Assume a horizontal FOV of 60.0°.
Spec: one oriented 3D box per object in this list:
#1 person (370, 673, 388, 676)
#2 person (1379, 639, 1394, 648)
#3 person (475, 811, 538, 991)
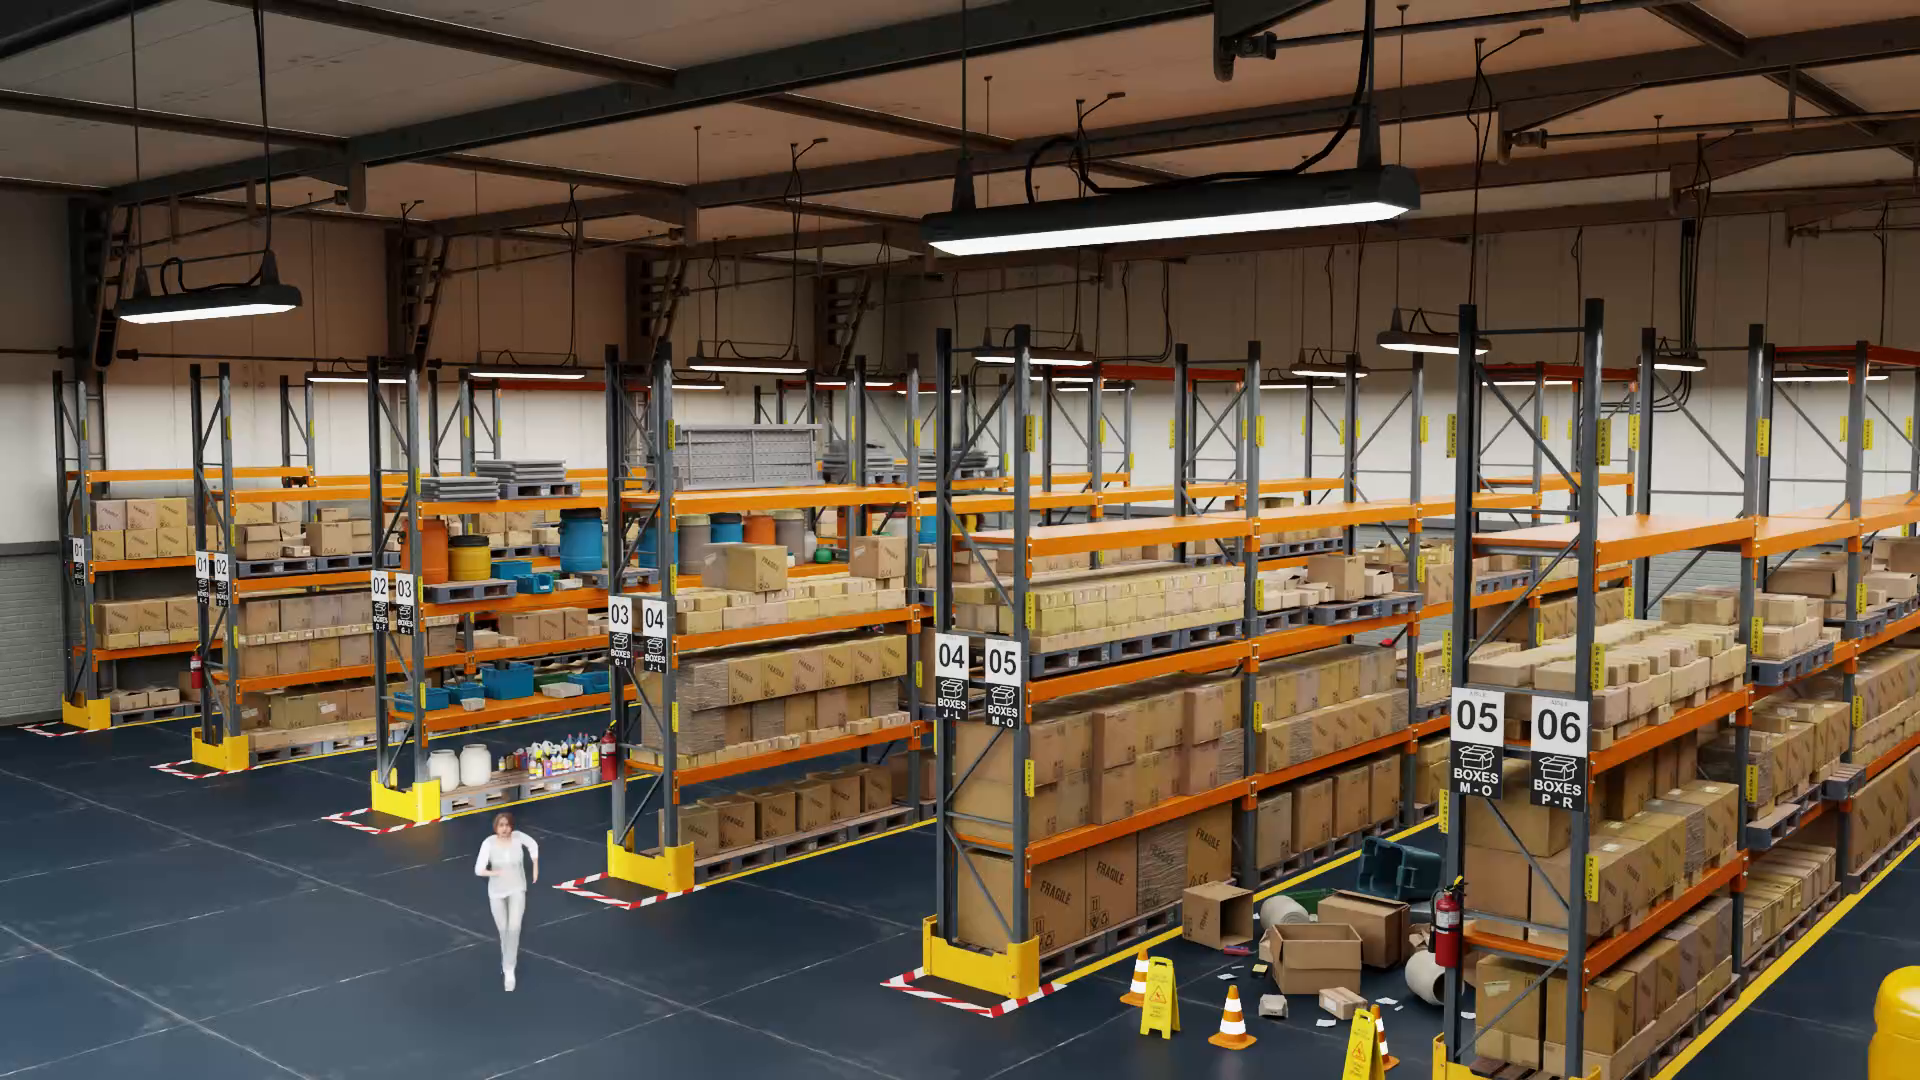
[{"bbox_3d":[-10.164,2.246,29.101,0.577,1.641,0.925,2,4,23],"label":"person"},{"bbox_3d":[6.546,2.399,25.589,1.051,1.757,0.675,-4,6,-43],"label":"person"},{"bbox_3d":[-4.165,3.268,15.302,0.560,1.619,0.792,-1,4,-16],"label":"person"}]
